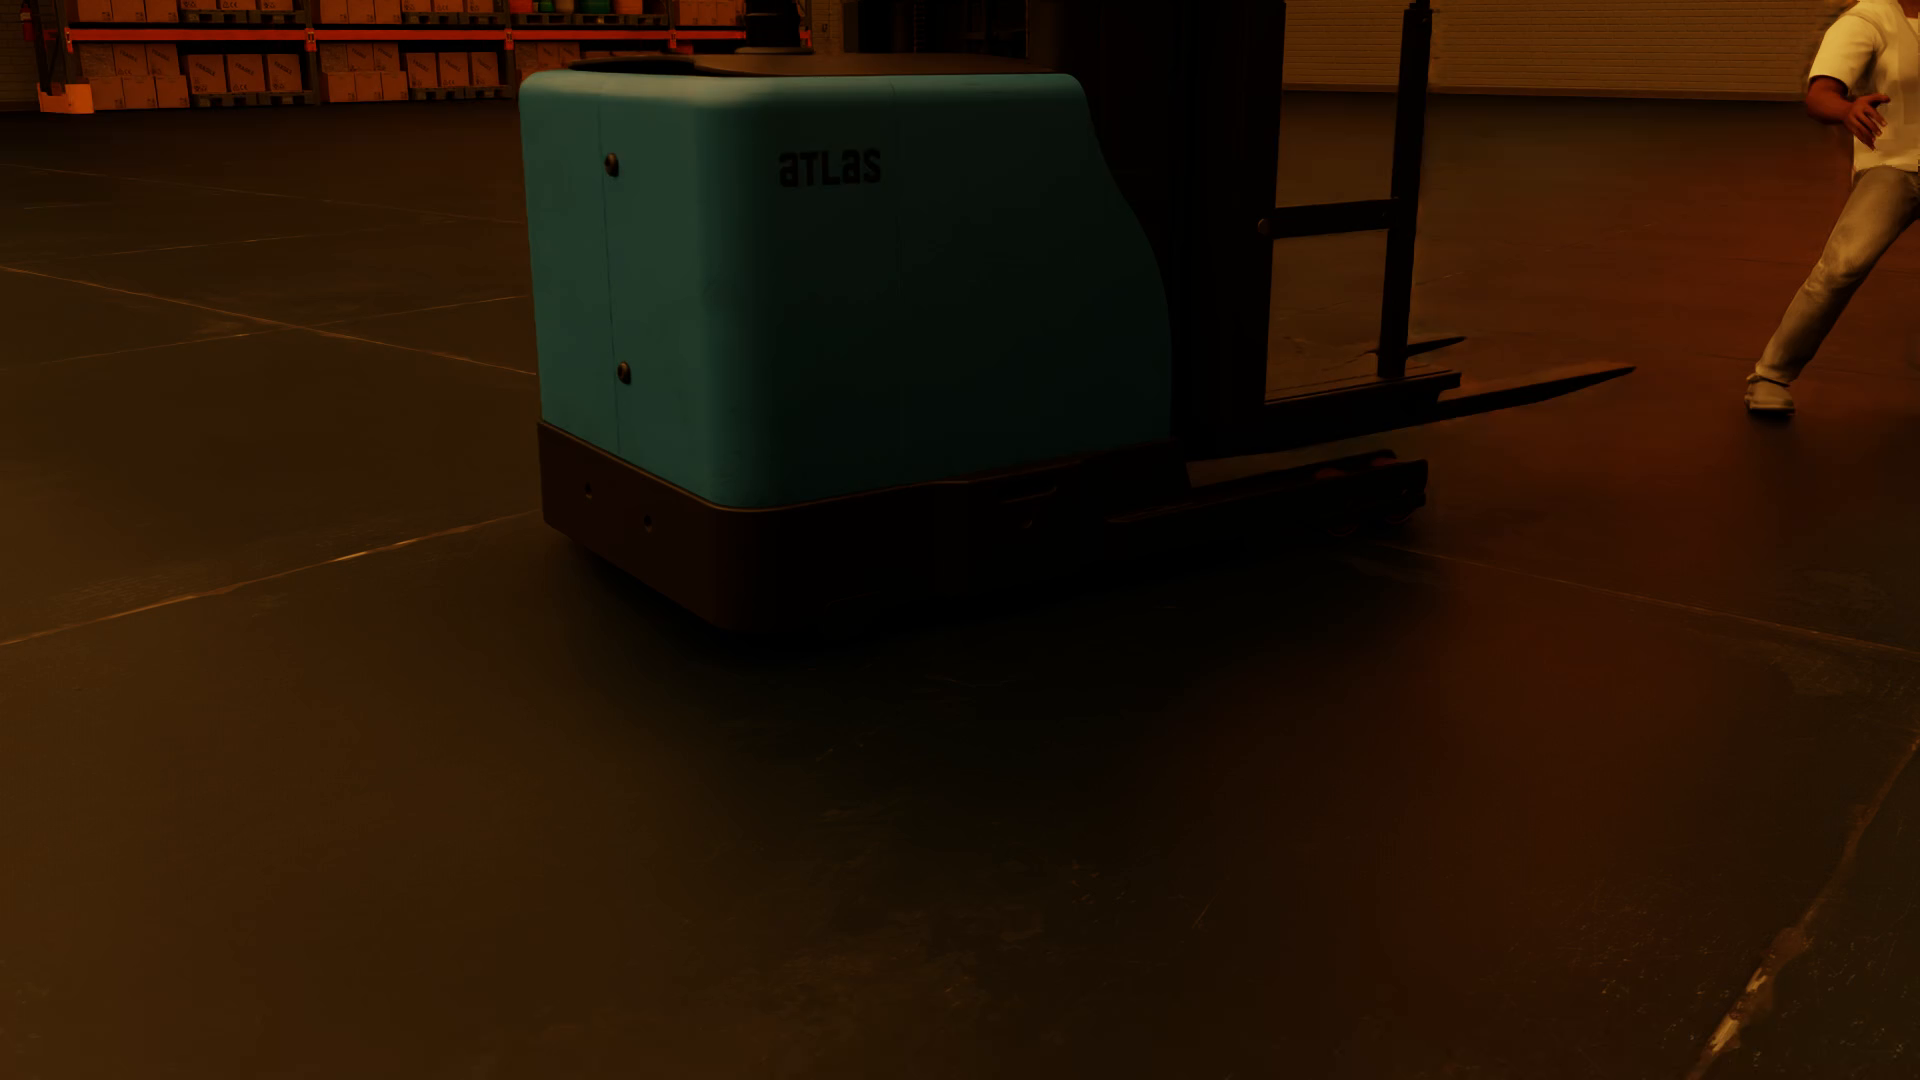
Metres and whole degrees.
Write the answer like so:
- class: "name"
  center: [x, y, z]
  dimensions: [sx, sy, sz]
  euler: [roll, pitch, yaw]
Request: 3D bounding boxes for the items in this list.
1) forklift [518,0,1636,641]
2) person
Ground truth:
- class: "forklift"
  center: [0.534, -1.522, 3.909]
  dimensions: [3.031, 2.935, 1.130]
  euler: [-11, 20, -33]
- class: "person"
  center: [2.982, -1.136, 5.013]
  dimensions: [0.964, 1.560, 0.777]
  euler: [4, 17, 13]
